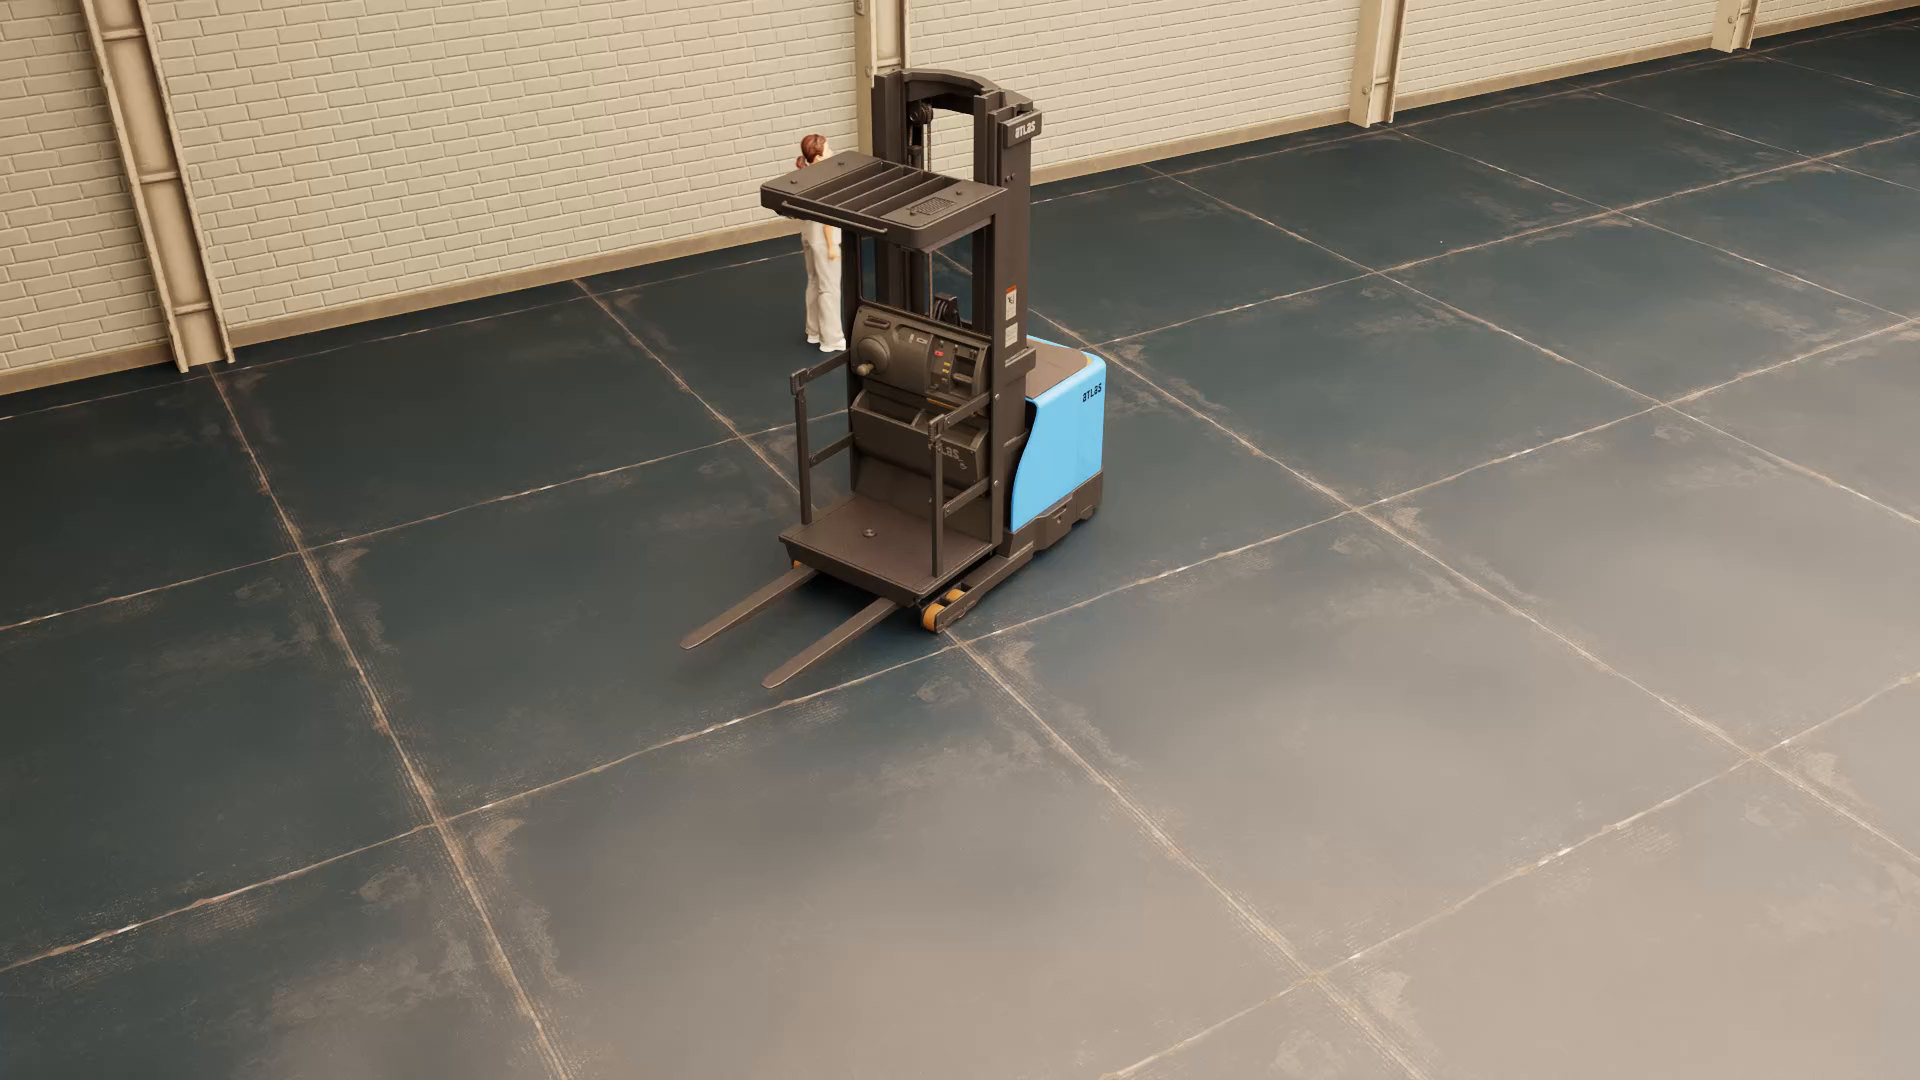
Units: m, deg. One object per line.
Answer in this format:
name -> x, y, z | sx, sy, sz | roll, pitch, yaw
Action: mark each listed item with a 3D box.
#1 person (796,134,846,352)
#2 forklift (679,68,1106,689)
person -> -1.046, -2.261, 12.667 | 0.376, 1.654, 0.435 | -16, 34, -24
forklift -> -0.365, -1.007, 9.329 | 1.130, 2.935, 3.031 | 21, 37, 31
